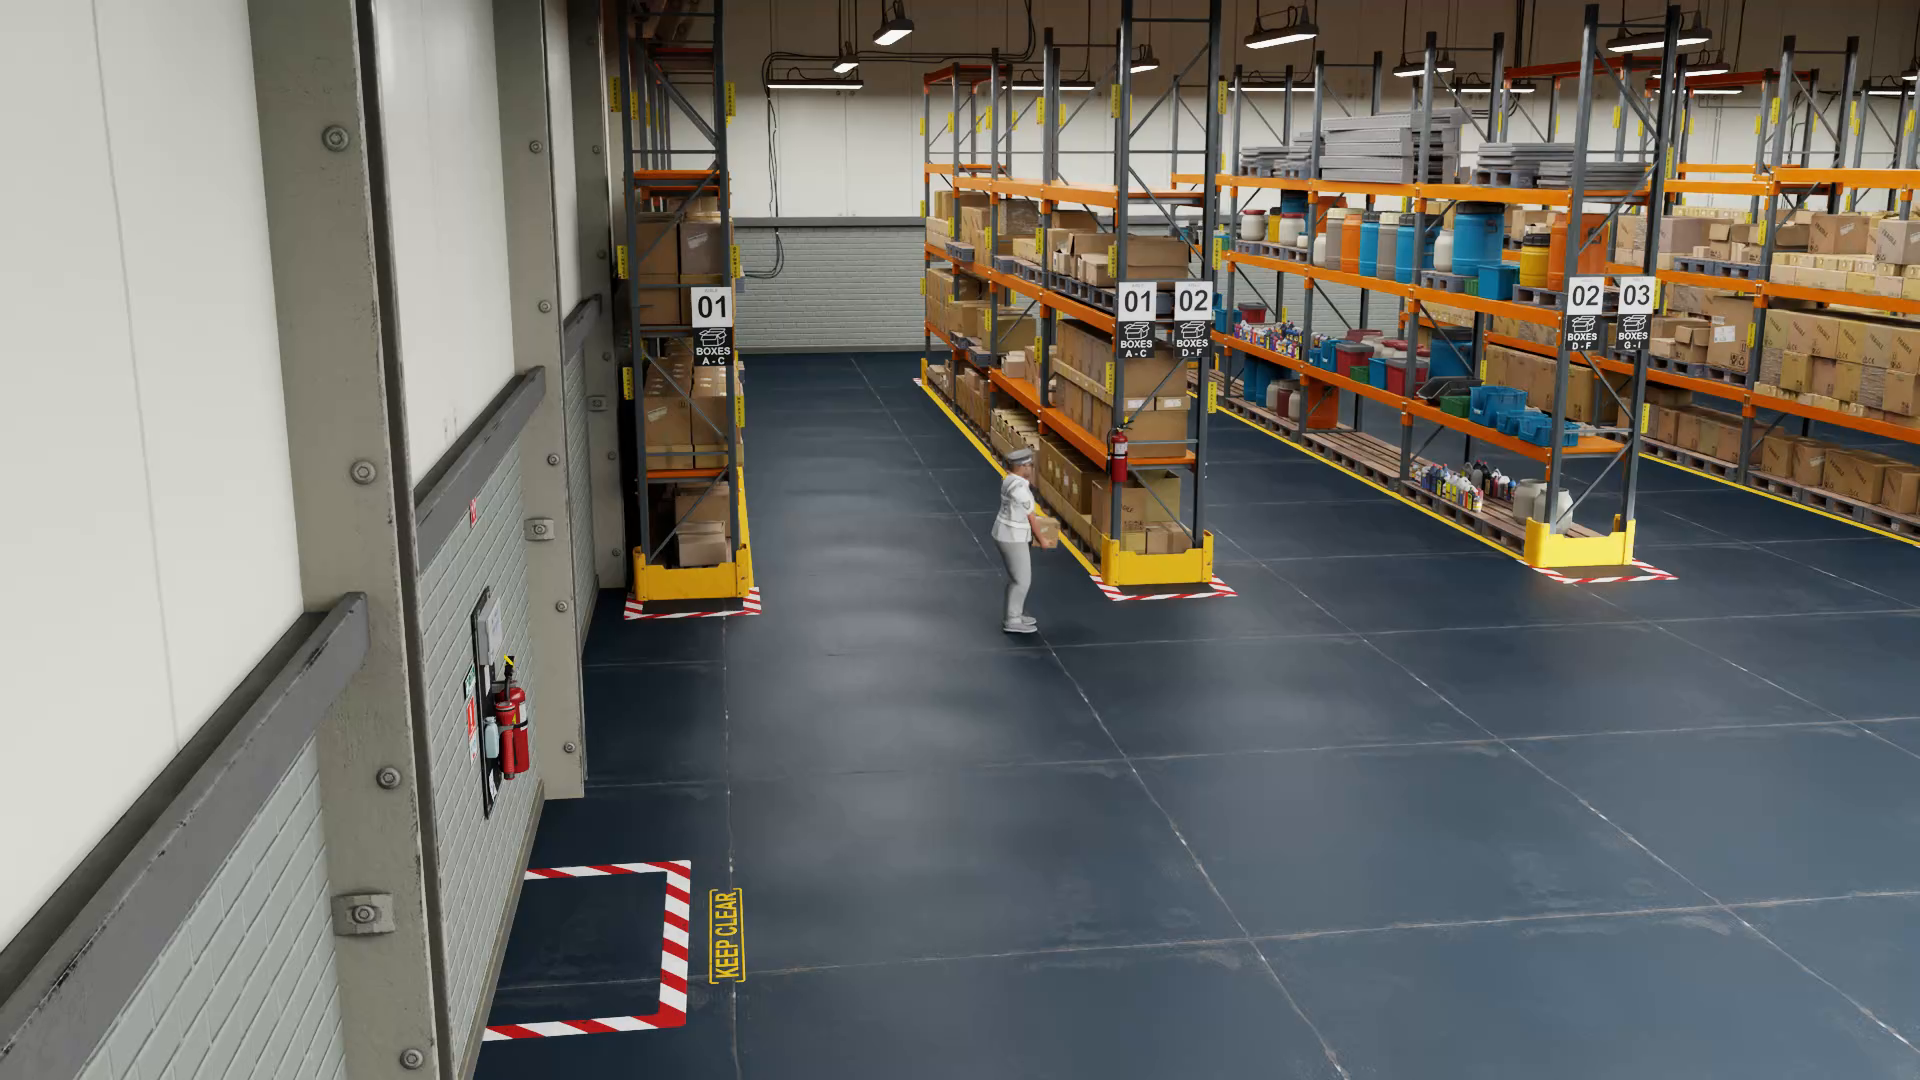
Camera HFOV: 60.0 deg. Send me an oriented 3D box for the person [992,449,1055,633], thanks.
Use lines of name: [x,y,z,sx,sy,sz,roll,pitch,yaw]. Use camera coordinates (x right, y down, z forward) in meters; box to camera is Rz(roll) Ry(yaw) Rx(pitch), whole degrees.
person: [0.602,-0.005,15.990,0.581,1.761,0.488,-2,13,-9]
